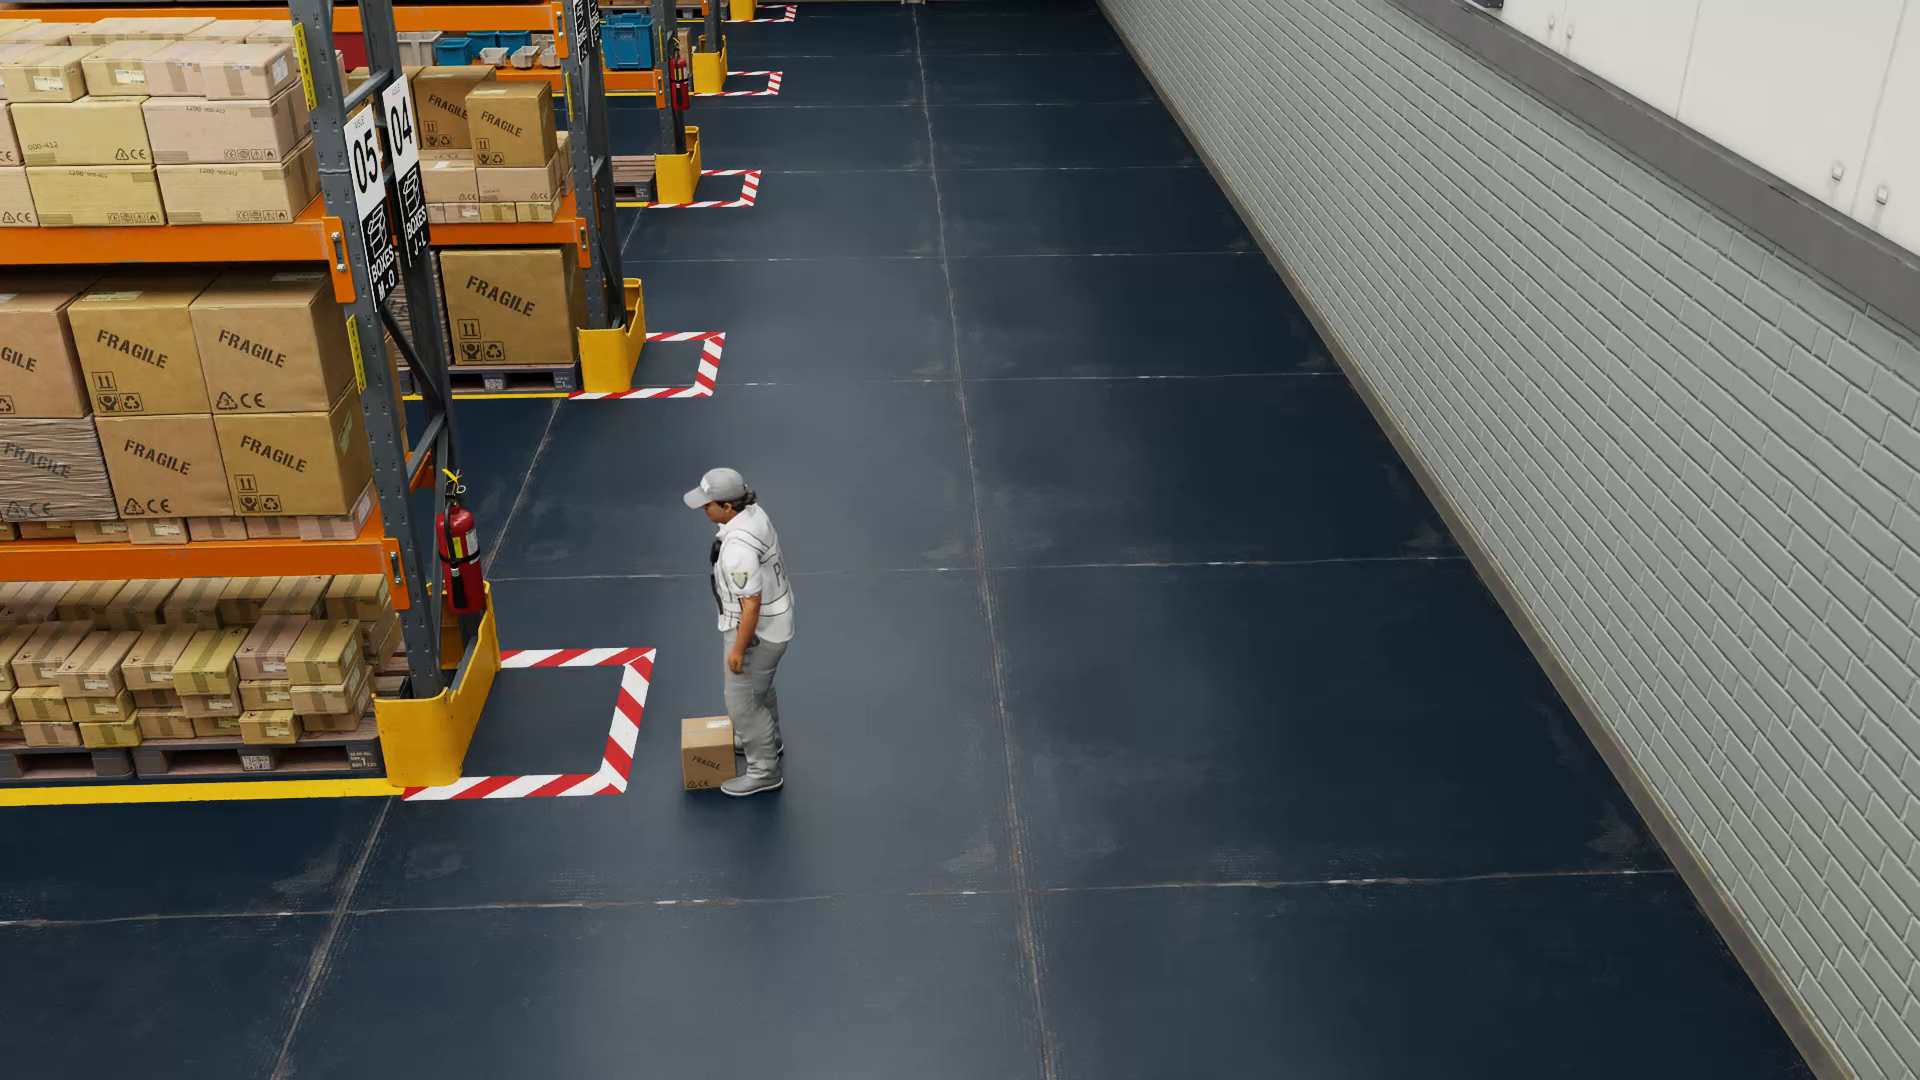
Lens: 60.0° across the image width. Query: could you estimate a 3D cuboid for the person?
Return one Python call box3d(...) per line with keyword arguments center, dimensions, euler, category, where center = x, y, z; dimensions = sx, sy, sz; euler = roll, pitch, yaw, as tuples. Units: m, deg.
box3d(center=(-1.010, 0.409, 7.834), dimensions=(0.465, 1.667, 0.539), euler=(-1, 28, -2), category="person")
